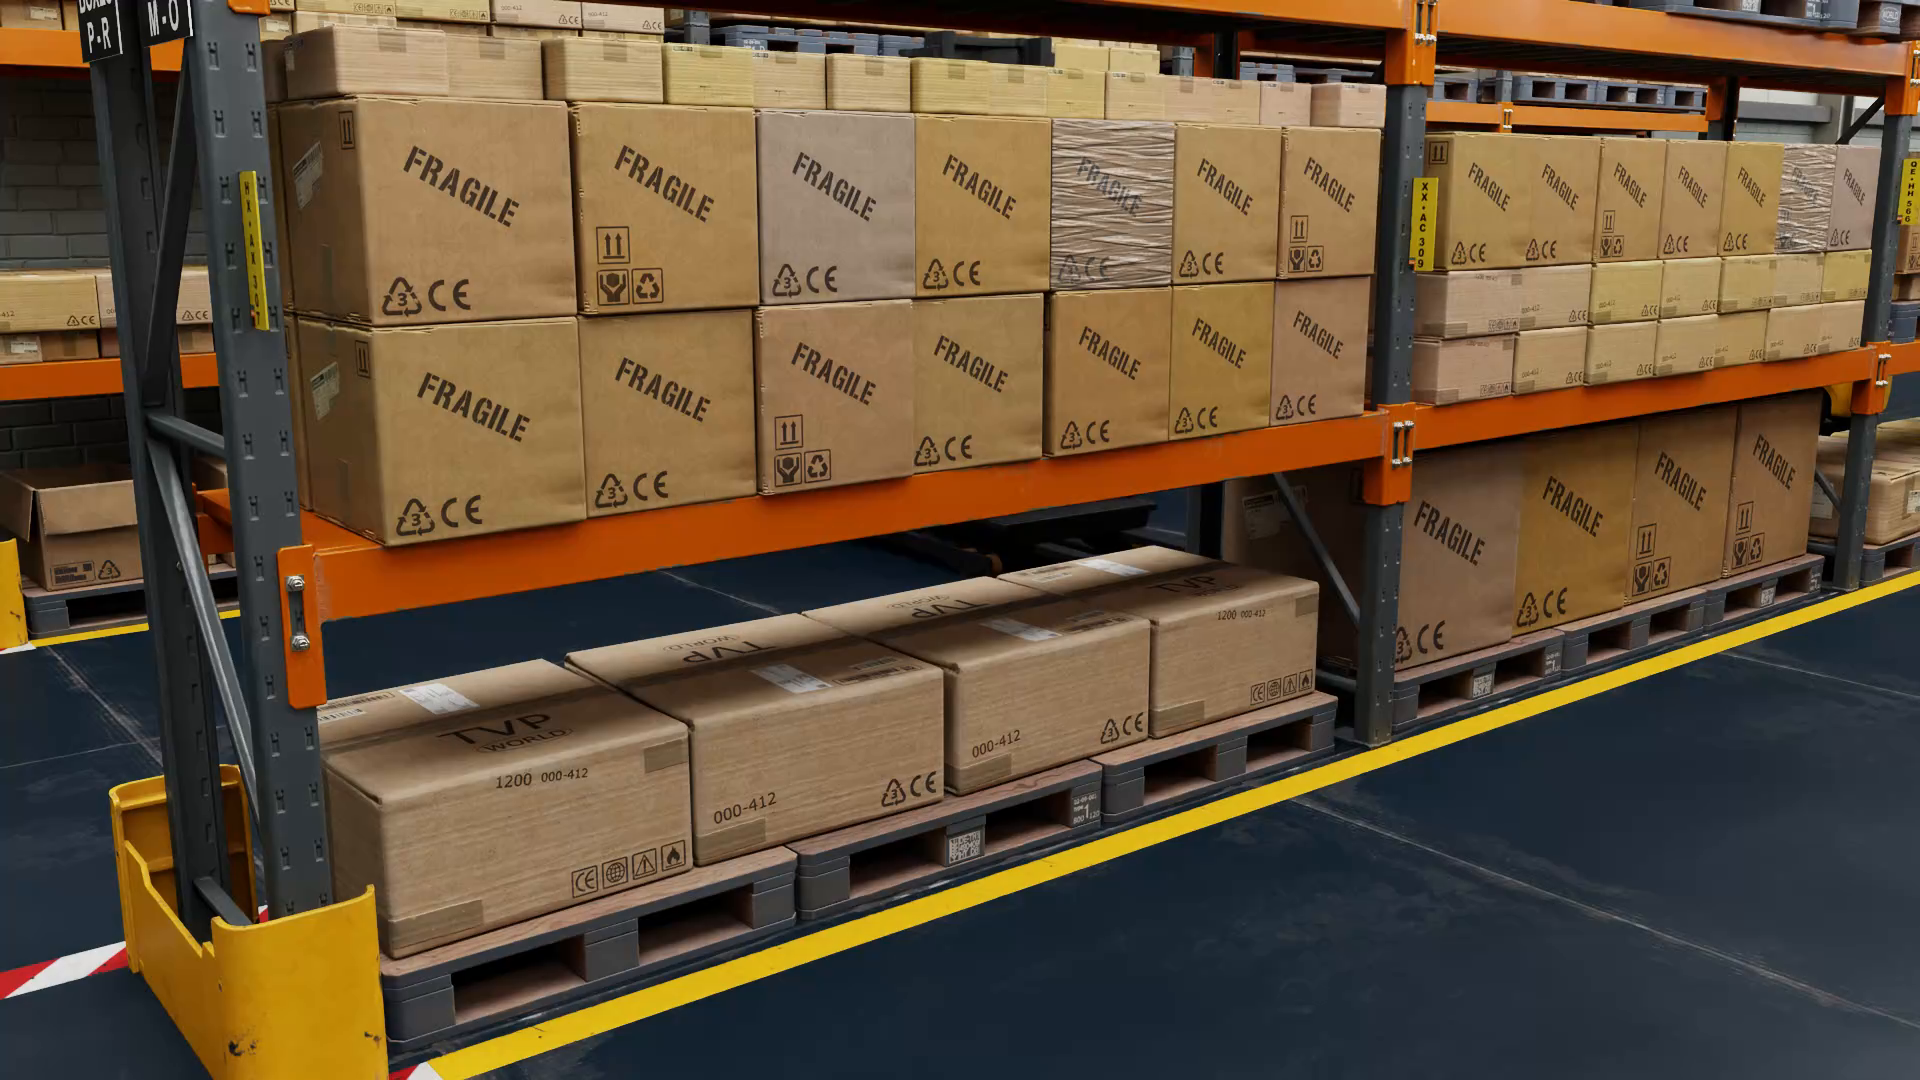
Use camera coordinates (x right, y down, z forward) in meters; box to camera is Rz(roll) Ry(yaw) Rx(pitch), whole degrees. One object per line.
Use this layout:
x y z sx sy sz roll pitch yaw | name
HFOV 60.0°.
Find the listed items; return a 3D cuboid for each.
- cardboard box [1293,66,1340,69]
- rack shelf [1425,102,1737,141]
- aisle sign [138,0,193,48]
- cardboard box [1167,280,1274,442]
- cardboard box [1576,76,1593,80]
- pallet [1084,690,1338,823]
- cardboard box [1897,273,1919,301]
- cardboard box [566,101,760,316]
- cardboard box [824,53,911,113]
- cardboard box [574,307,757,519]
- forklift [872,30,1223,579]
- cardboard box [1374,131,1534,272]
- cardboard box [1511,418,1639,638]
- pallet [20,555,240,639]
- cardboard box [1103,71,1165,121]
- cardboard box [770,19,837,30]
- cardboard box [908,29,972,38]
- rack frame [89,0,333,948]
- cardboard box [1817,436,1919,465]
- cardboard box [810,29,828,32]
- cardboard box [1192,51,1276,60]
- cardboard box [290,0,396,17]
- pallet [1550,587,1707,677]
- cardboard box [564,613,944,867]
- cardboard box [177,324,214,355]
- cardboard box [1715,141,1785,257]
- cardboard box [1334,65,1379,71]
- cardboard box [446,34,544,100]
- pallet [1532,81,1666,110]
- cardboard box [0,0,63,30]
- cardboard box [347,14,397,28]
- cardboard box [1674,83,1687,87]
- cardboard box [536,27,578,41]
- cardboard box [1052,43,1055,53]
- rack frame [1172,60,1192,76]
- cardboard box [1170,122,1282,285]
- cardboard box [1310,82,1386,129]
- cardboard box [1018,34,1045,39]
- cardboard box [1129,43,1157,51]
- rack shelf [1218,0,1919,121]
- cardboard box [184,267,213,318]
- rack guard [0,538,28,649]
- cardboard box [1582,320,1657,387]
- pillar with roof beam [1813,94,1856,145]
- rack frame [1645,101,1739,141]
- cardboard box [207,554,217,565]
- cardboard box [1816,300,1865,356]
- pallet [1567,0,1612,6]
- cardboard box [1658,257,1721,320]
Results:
2.939 -3.972 13.701 0.250 0.166 0.380 -9 15 -38 | cardboard box
6.009 -3.970 16.113 4.000 0.370 1.077 -9 15 -38 | rack shelf
-1.694 -1.448 3.470 0.004 0.787 0.394 -9 15 -38 | aisle sign
0.703 -0.632 5.642 0.500 0.500 0.500 -10 16 -39 | cardboard box
5.587 -4.302 15.300 0.250 0.149 0.380 -9 15 -36 | cardboard box
0.661 0.698 6.334 1.213 0.211 1.003 -9 15 -38 | pallet
5.039 -1.397 9.080 0.250 0.149 0.380 -11 16 -41 | cardboard box
-0.868 -0.855 4.288 0.500 0.500 0.500 -10 16 -39 | cardboard box
-0.347 -1.256 4.611 0.250 0.149 0.380 -9 15 -37 | cardboard box
-0.888 -0.368 4.399 0.500 0.500 0.500 -10 15 -38 | cardboard box
0.405 -1.308 9.231 1.130 2.935 3.031 -8 15 -34 | forklift
1.827 -1.301 6.385 0.500 0.500 0.500 -9 15 -37 | cardboard box
2.439 -0.130 7.625 0.875 0.875 0.875 -9 15 -36 | cardboard box
-4.242 0.213 8.618 1.213 0.211 1.003 -9 15 -38 | pallet
0.428 -1.394 5.265 0.250 0.149 0.380 -10 15 -38 | cardboard box
-0.958 -3.206 10.139 0.250 0.149 0.380 -9 15 -37 | cardboard box
-0.134 -3.333 10.737 0.250 0.149 0.380 -9 15 -36 | cardboard box
-1.819 -0.233 4.005 0.127 3.000 1.000 -9 15 -38 | rack frame
5.446 -0.360 9.918 0.625 0.372 0.950 -10 15 -39 | cardboard box
-1.060 -3.322 10.683 0.250 0.149 0.380 -10 16 -39 | cardboard box
2.042 -3.901 12.564 0.500 0.500 0.500 -9 15 -37 | cardboard box
-3.225 -2.795 8.493 0.500 0.250 0.500 -10 15 -39 | cardboard box
2.813 0.340 8.018 1.213 0.211 1.003 -9 15 -38 | pallet
-0.657 0.593 5.273 0.875 0.438 0.875 -9 15 -36 | cardboard box
-3.906 -1.016 8.297 0.250 0.149 0.380 -9 15 -36 | cardboard box
3.400 -1.568 7.646 0.500 0.500 0.500 -9 15 -38 | cardboard box
3.435 -4.040 13.674 0.500 0.311 0.500 -10 16 -40 | cardboard box
-1.209 -1.135 4.044 0.250 0.149 0.380 -9 15 -36 | cardboard box
6.049 -4.291 16.107 1.213 0.211 1.003 -9 15 -38 | pallet
-4.341 -2.424 7.706 0.250 0.149 0.380 -9 15 -37 | cardboard box
-3.080 -2.602 8.545 0.250 0.149 0.380 -9 15 -37 | cardboard box
6.915 -4.580 16.327 0.258 0.266 0.396 -9 15 -38 | cardboard box
-2.304 -2.742 9.203 0.250 0.149 0.380 -9 15 -36 | cardboard box
0.292 -3.233 11.274 0.500 0.250 0.500 -9 15 -38 | cardboard box
1.324 -2.076 12.683 0.127 3.000 1.000 -9 15 -38 | rack frame
0.707 -1.120 5.532 0.500 0.500 0.500 -10 15 -38 | cardboard box
1.262 -1.516 5.837 0.250 0.149 0.380 -10 15 -39 | cardboard box
0.369 -3.456 11.361 0.250 0.149 0.380 -9 15 -37 | cardboard box
1.197 -3.580 11.945 0.250 0.149 0.380 -9 15 -37 | cardboard box
2.866 -2.127 7.435 4.000 0.370 1.077 -9 15 -38 | rack shelf
-3.613 -1.257 8.471 0.500 0.250 0.500 -10 15 -39 | cardboard box
-4.864 0.175 8.100 0.348 0.500 1.175 -9 15 -38 | rack guard
2.626 -0.824 7.151 0.500 0.250 0.500 -10 15 -38 | cardboard box
13.838 -6.185 17.590 0.400 9.000 9.100 -9 15 -38 | pillar with roof beam
7.571 -3.114 17.572 0.127 3.000 1.000 -9 15 -38 | rack frame
-4.030 0.039 8.578 0.250 0.149 0.380 -10 16 -40 | cardboard box
4.195 -1.090 8.402 0.500 0.250 0.500 -10 16 -40 | cardboard box
1.989 -2.253 6.756 1.217 0.209 0.805 -10 16 -40 | pallet
3.018 -1.134 7.405 0.500 0.250 0.500 -10 16 -39 | cardboard box
